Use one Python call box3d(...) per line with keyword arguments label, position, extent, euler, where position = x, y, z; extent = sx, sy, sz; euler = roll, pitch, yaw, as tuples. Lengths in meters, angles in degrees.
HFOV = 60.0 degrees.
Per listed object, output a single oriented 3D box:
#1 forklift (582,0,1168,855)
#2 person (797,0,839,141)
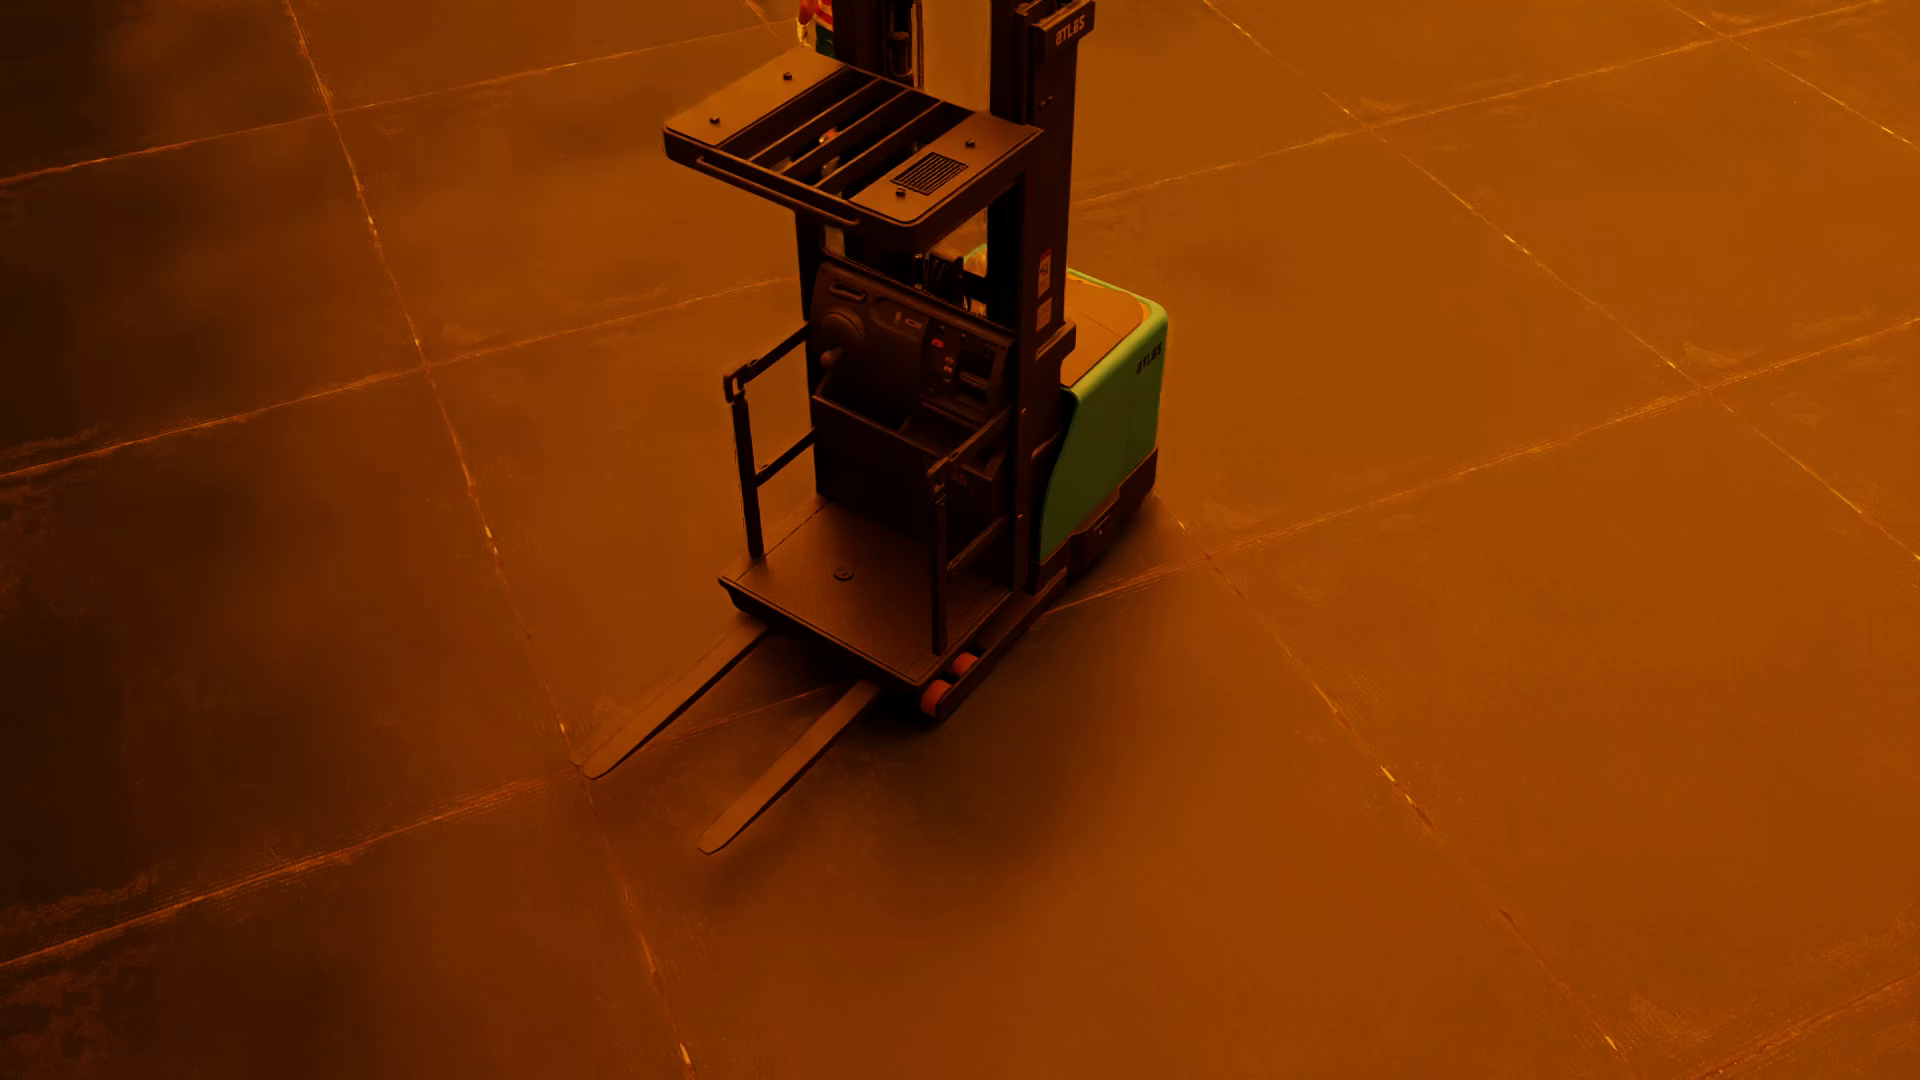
box3d(label="forklift", position=(-0.330, -0.698, 6.428), extent=(1.130, 2.935, 3.031), euler=(26, 49, 25))
box3d(label="person", position=(-0.701, -3.123, 9.853), extent=(0.637, 1.787, 0.564), euler=(-22, 48, -22))
